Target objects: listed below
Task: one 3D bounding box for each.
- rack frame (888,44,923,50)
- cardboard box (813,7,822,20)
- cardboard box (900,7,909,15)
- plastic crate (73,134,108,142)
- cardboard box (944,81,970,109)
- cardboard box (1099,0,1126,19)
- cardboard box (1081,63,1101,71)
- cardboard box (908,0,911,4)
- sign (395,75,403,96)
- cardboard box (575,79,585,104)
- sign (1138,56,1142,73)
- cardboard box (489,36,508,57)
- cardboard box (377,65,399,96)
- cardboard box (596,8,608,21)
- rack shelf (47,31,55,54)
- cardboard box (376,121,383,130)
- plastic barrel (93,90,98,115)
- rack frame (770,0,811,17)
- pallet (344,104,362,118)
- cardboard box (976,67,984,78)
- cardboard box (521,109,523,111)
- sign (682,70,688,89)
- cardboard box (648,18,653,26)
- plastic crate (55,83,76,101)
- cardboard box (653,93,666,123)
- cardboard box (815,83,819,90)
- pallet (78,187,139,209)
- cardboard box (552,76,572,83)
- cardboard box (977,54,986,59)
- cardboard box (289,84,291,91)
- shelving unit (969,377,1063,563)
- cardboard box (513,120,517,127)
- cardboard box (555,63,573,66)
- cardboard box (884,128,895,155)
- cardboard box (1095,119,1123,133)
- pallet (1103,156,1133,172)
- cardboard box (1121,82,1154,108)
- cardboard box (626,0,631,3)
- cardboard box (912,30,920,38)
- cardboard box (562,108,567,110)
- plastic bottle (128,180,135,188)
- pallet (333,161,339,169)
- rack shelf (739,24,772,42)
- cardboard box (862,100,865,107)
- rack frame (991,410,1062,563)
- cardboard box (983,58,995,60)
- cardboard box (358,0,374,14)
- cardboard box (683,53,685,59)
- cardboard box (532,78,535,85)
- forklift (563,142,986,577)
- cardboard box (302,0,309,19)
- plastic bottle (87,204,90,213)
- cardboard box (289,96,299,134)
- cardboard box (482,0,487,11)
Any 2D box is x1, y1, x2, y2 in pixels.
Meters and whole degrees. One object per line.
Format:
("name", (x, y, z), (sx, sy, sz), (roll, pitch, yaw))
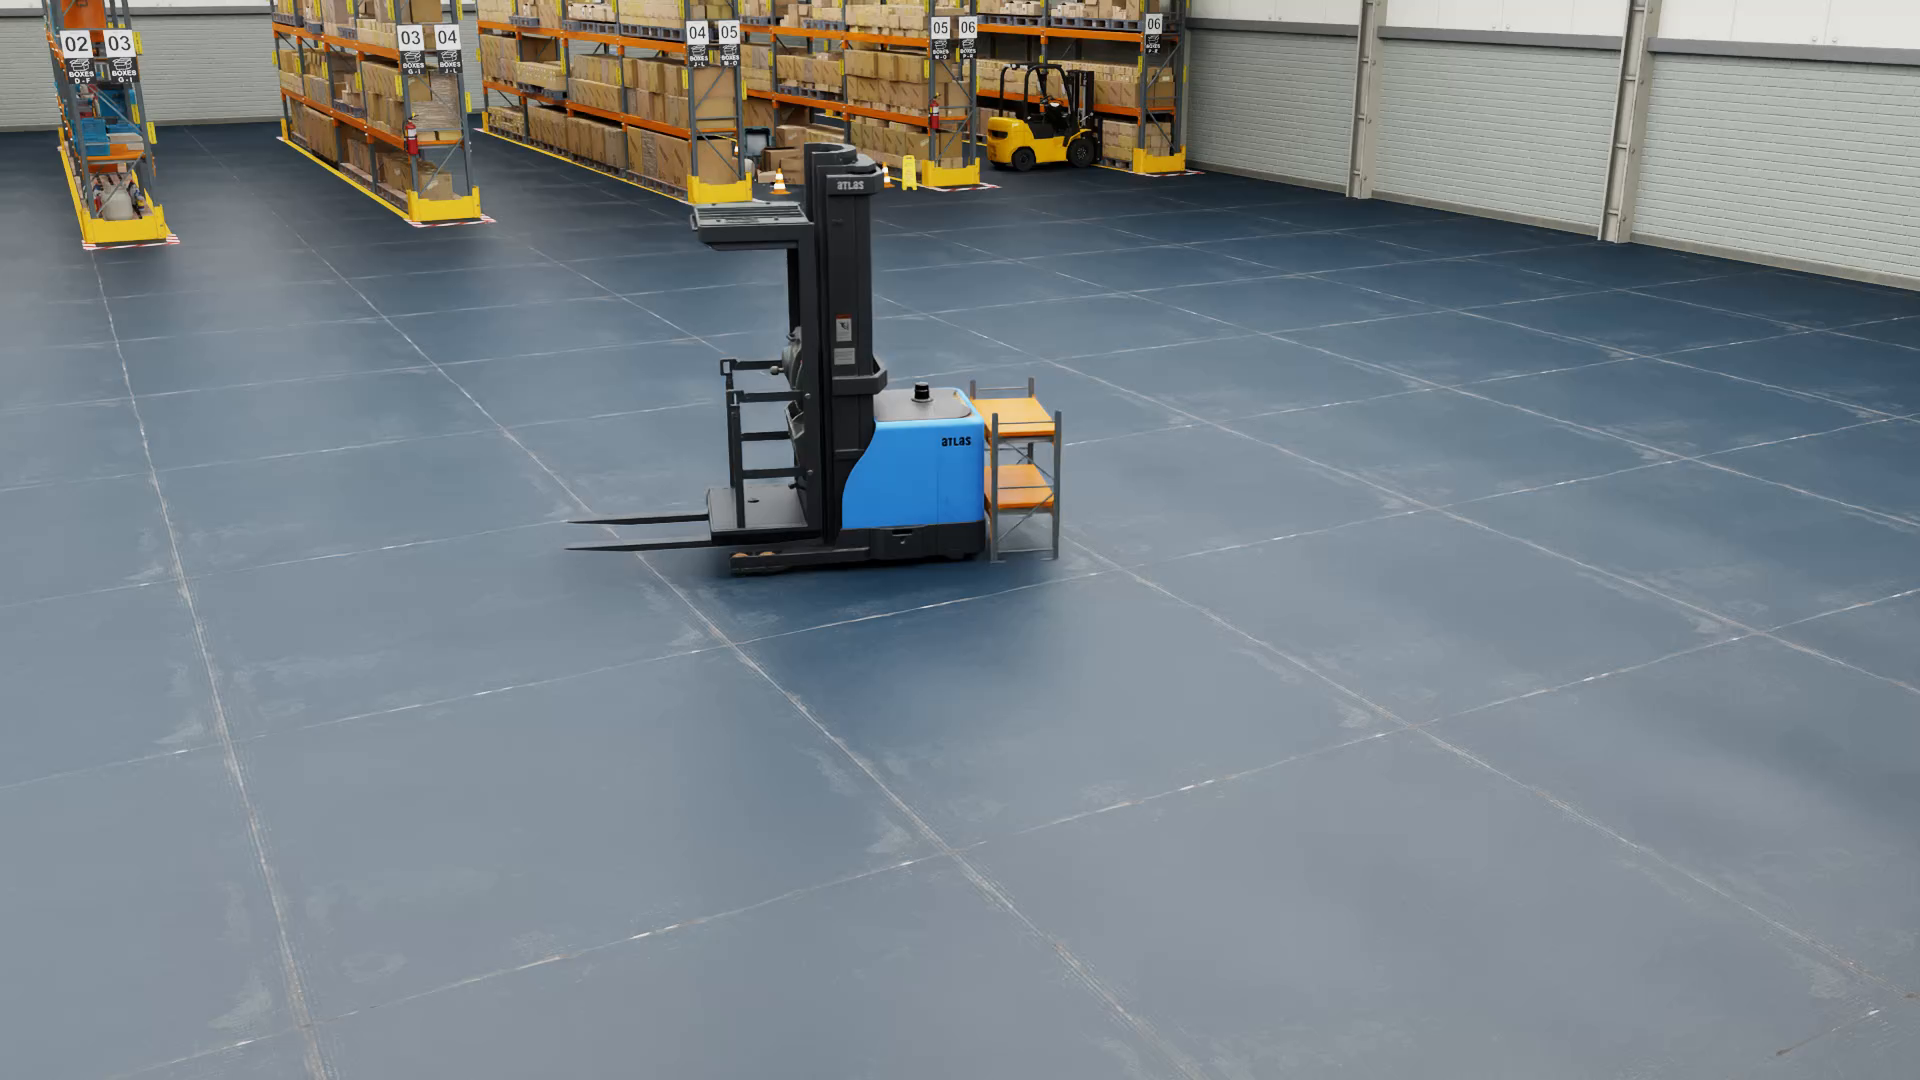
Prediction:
("rack frame", (-1.477, -12.718, 44.889), (1.000, 3.000, 0.127), (-10, 21, -27))
("cardboard box", (-2.927, -11.635, 36.737), (0.500, 0.250, 0.500), (-10, 21, -26))
("cardboard box", (-0.977, -10.533, 33.121), (0.380, 0.149, 0.250), (-10, 21, -27))
("plastic crate", (-14.030, -6.415, 26.852), (0.499, 0.251, 0.408), (-10, 21, -27))
("cardboard box", (-0.126, -8.870, 33.128), (0.500, 0.500, 0.500), (-10, 22, -27))
("cardboard box", (3.398, -11.383, 35.471), (0.700, 0.500, 0.500), (-10, 21, -26))
("cardboard box", (2.893, -10.421, 36.628), (0.380, 0.149, 0.250), (-10, 21, -27))
("cardboard box", (-1.131, -13.970, 43.053), (0.380, 0.149, 0.250), (-10, 21, -26))
("sign", (-9.365, -7.584, 27.753), (0.100, 0.325, 0.005), (-10, 21, -27))
("cardboard box", (-8.033, -9.735, 36.091), (0.500, 0.500, 0.500), (-10, 22, -27))
("sign", (3.737, -9.852, 34.446), (0.100, 0.325, 0.005), (-10, 21, -27))
("cardboard box", (-11.600, -12.494, 42.099), (0.500, 0.500, 0.500), (-11, 22, -28))
("cardboard box", (-10.054, -8.179, 29.595), (0.500, 0.500, 0.500), (-10, 21, -27))
("cardboard box", (-7.133, -10.769, 34.075), (0.500, 0.250, 0.500), (-10, 21, -27))
("rack shelf", (-17.975, -10.149, 33.950), (1.077, 0.370, 4.000), (-10, 21, -27))
("cardboard box", (-10.469, -7.599, 30.441), (0.380, 0.149, 0.250), (-10, 21, -27))
("plastic barrel", (-16.538, -8.475, 32.386), (0.600, 0.536, 0.708), (-10, 21, -27))
("rack frame", (-3.944, -13.635, 38.351), (1.000, 3.000, 0.127), (-10, 21, -27))
("pallet", (-11.690, -8.612, 33.284), (1.003, 0.211, 1.213), (-10, 21, -27))
("cardboard box", (0.655, -11.426, 40.608), (0.500, 0.250, 0.500), (-9, 21, -25))
("cardboard box", (-11.002, -10.938, 42.547), (0.380, 0.149, 0.250), (-11, 22, -28))
("sign", (-4.938, -8.286, 29.909), (0.100, 0.325, 0.005), (-10, 21, -27))
("cardboard box", (-5.634, -9.733, 31.229), (0.380, 0.149, 0.250), (-10, 21, -26))
("plastic crate", (-19.446, -9.747, 36.214), (0.392, 0.384, 0.575), (-10, 21, -27))
("cardboard box", (-5.394, -8.358, 32.024), (0.875, 0.550, 0.500), (-10, 21, -27))
("cardboard box", (-3.004, -10.131, 37.134), (0.380, 0.149, 0.250), (-10, 21, -27))
("pallet", (-15.532, -6.250, 30.421), (1.003, 0.211, 1.213), (-10, 21, -27))
("cardboard box", (-8.888, -10.295, 37.154), (0.380, 0.149, 0.250), (-9, 21, -26))
("cardboard box", (0.315, -11.987, 41.974), (0.500, 0.500, 0.500), (-9, 21, -24))
("cardboard box", (-15.855, -10.848, 39.855), (0.380, 0.149, 0.250), (-11, 22, -28))
("shelving unit", (0.399, -0.543, 12.480), (0.538, 1.125, 1.048), (-3, 19, -8))
("cardboard box", (-10.864, -10.335, 41.253), (0.380, 0.149, 0.250), (-11, 22, -29))
("cardboard box", (-9.302, -11.130, 39.117), (0.380, 0.149, 0.250), (-11, 22, -28))
("cardboard box", (-1.240, -8.241, 34.337), (0.500, 0.500, 0.500), (-11, 22, -28))
("cardboard box", (3.232, -9.017, 36.203), (0.500, 0.250, 0.500), (-10, 21, -26))
("pallet", (3.821, -8.168, 35.978), (1.003, 0.211, 1.213), (-10, 21, -27))
("cardboard box", (3.756, -9.421, 35.181), (0.500, 0.500, 0.500), (-11, 22, -28))
("cardboard box", (-6.237, -10.474, 32.155), (0.380, 0.149, 0.250), (-10, 22, -27))
("cardboard box", (-0.708, -9.927, 32.589), (0.380, 0.149, 0.250), (-10, 21, -26))
("cardboard box", (-9.080, -10.049, 39.195), (0.500, 0.250, 0.500), (-11, 22, -29))
("plastic bottle", (-14.566, -6.164, 29.284), (0.144, 0.351, 0.185), (-11, 22, -28))
("pallet", (-12.974, -8.184, 36.026), (1.003, 0.211, 1.213), (-10, 21, -27))
("rack shelf", (-4.894, -12.451, 40.622), (1.077, 0.370, 4.000), (-10, 21, -27))
("cardboard box", (-1.859, -9.256, 35.243), (0.380, 0.149, 0.250), (-10, 21, -27))
("rack frame", (0.474, -0.379, 12.005), (0.500, 1.125, 0.032), (-3, 19, -8))
("cardboard box", (0.755, -11.861, 41.259), (0.380, 0.149, 0.250), (-9, 21, -25))
("cardboard box", (-11.351, -10.202, 32.198), (0.797, 0.503, 0.637), (-9, 21, -24))
("cardboard box", (-7.026, -12.997, 44.012), (0.500, 0.500, 0.500), (-10, 21, -26))
("cardboard box", (-9.745, -10.673, 38.706), (0.380, 0.149, 0.250), (-10, 22, -28))
("forklift", (-1.378, -1.309, 11.933), (3.031, 2.935, 1.130), (-3, 19, -10))
("cardboard box", (-14.281, -11.911, 37.157), (0.700, 0.500, 0.500), (-9, 21, -25))
("plastic bottle", (-14.484, -5.545, 27.718), (0.097, 0.201, 0.097), (0, 19, 0))
("cardboard box", (-16.090, -10.584, 41.318), (0.875, 0.875, 0.875), (-10, 21, -27))
("cardboard box", (-11.823, -13.568, 42.217), (0.500, 0.250, 0.500), (-10, 22, -27))
